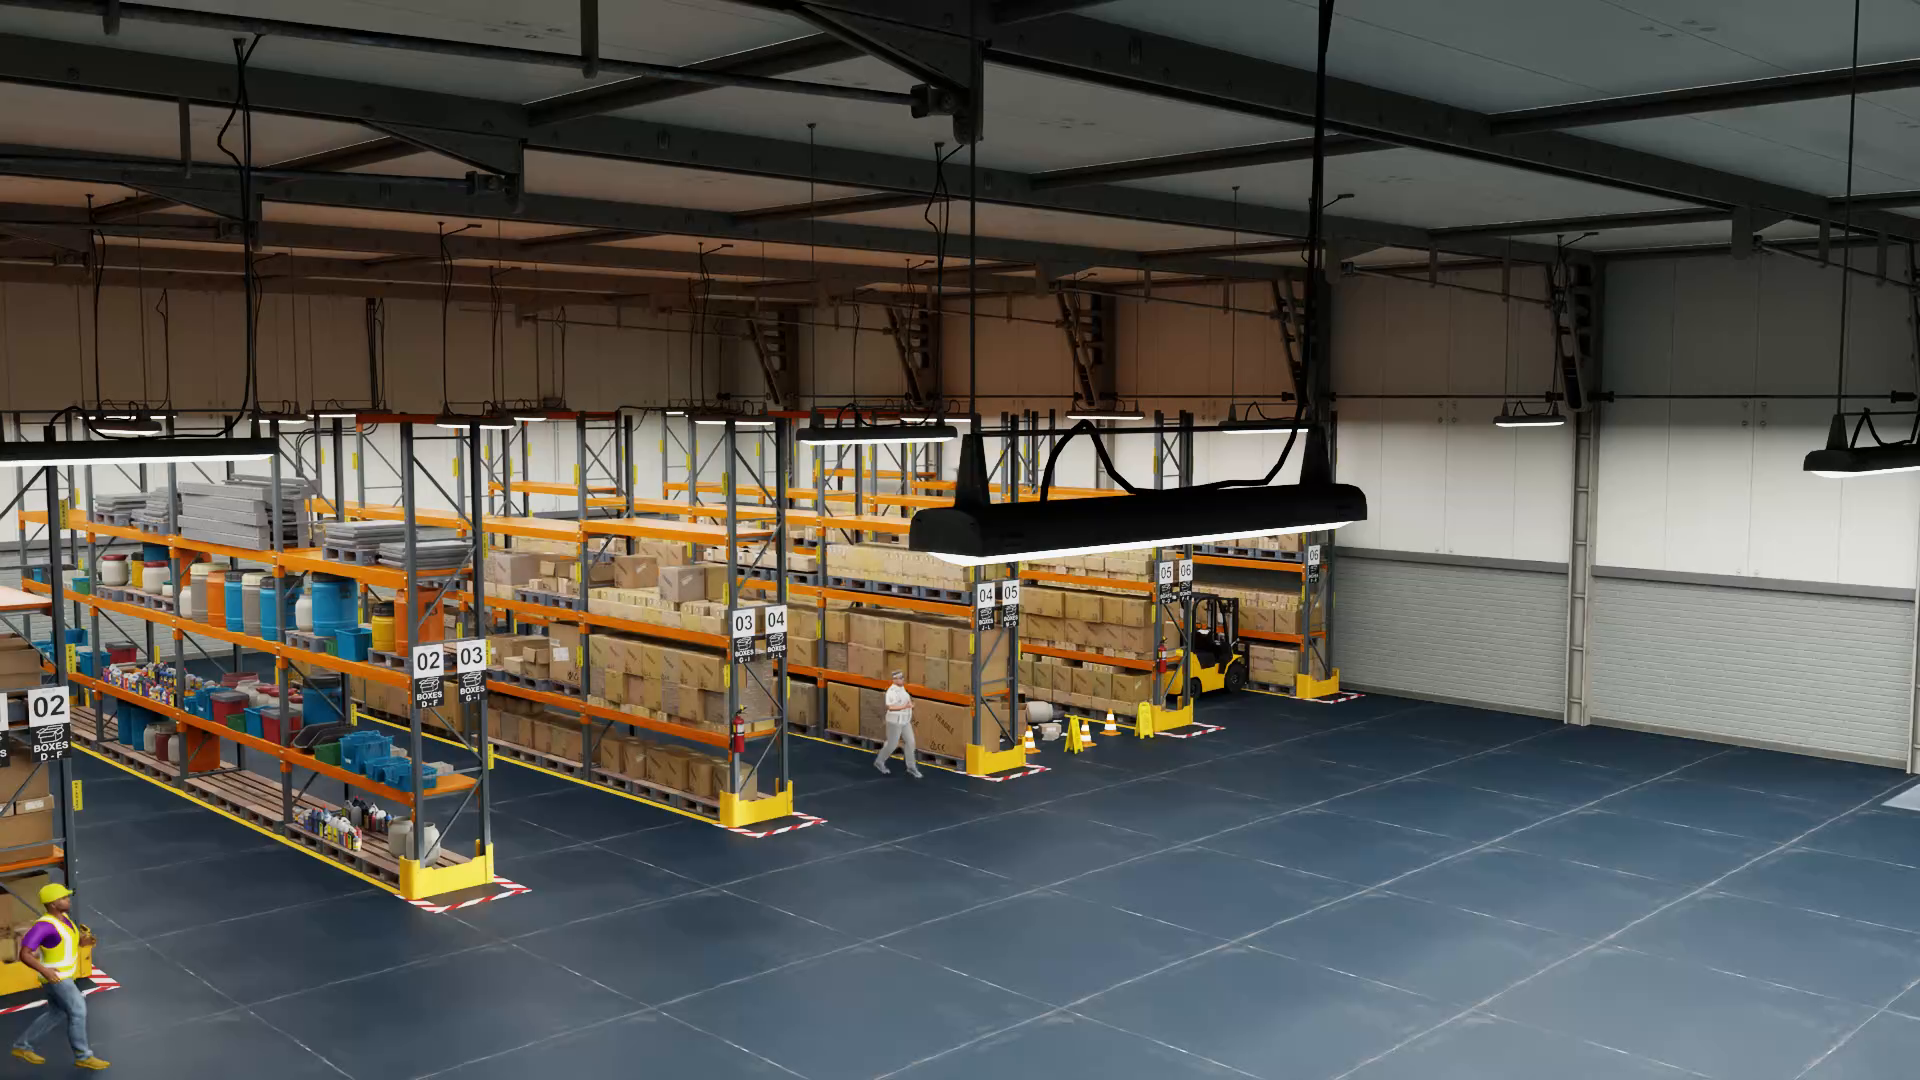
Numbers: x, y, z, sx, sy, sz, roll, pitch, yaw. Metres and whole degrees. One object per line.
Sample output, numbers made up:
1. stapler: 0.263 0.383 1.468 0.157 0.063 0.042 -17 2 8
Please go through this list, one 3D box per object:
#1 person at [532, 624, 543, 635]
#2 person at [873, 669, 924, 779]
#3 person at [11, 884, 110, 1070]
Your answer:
1. person: -10.913 1.741 42.834 0.684 1.749 0.751 1 5 14
2. person: -1.038 3.038 27.601 0.859 1.827 0.651 3 6 29
3. person: -8.439 4.090 15.537 0.845 1.787 0.689 -2 5 -20
